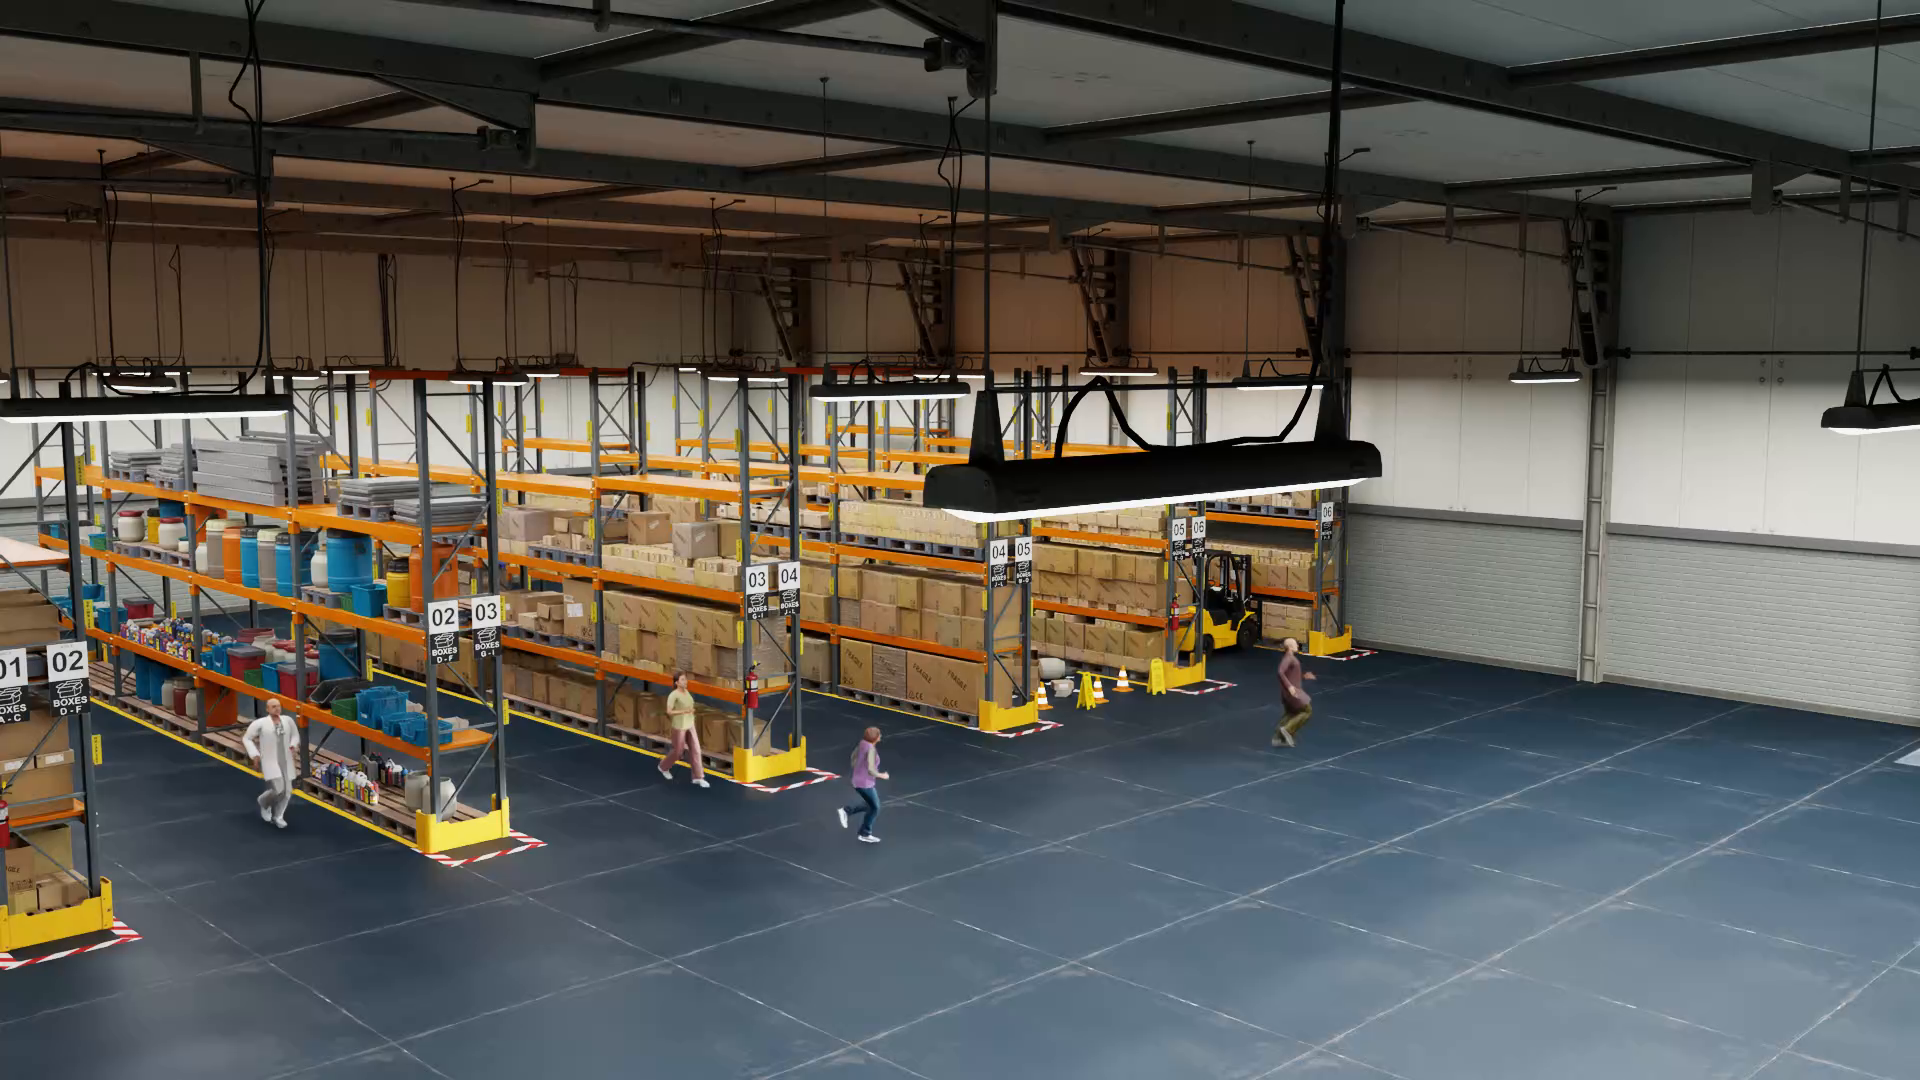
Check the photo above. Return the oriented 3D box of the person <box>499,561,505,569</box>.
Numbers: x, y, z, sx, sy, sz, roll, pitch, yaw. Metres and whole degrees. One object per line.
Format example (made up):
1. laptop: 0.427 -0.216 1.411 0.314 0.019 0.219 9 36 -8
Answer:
1. person: -11.314 0.965 40.604 0.520 1.561 0.650 -2 7 -16

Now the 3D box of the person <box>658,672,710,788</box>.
1. person: -4.039 2.866 24.241 0.936 1.404 0.580 4 8 34

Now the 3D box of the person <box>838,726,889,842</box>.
1. person: -1.248 3.165 21.465 0.652 1.556 0.576 -2 7 -20

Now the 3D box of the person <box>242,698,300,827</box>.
1. person: -9.088 2.975 22.143 0.627 1.738 0.702 6 9 41

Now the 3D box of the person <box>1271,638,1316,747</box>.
1. person: 5.367 2.442 26.684 0.693 1.741 0.693 0 6 2
